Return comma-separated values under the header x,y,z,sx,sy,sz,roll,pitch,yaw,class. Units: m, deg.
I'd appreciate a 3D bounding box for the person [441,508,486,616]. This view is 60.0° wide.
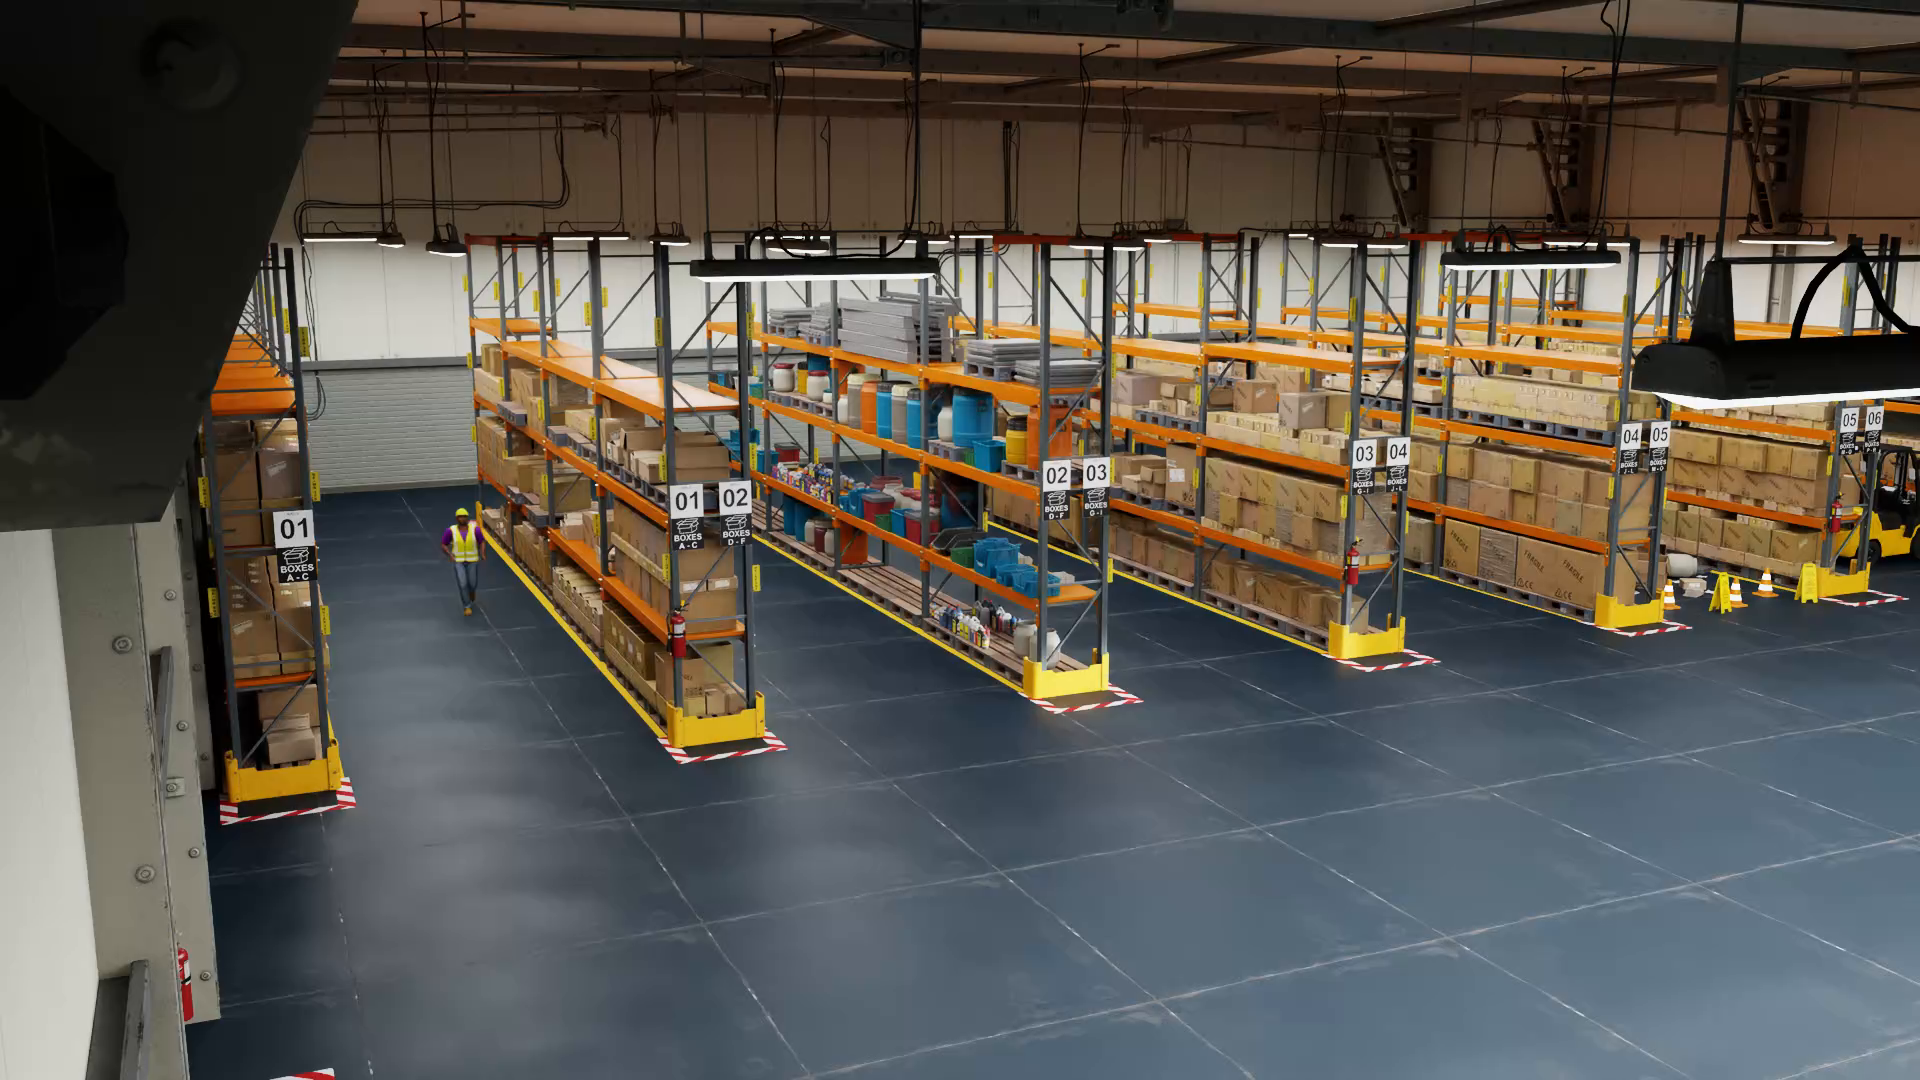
x,y,z,sx,sy,sz,roll,pitch,yaw,class
-8.029,0.332,26.936,0.702,1.726,0.598,-4,12,-21,person

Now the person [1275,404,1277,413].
x,y,z,sx,sy,sz,roll,pitch,yaw,class
8.342,-2.931,43.833,0.596,1.677,0.673,1,11,5,person
